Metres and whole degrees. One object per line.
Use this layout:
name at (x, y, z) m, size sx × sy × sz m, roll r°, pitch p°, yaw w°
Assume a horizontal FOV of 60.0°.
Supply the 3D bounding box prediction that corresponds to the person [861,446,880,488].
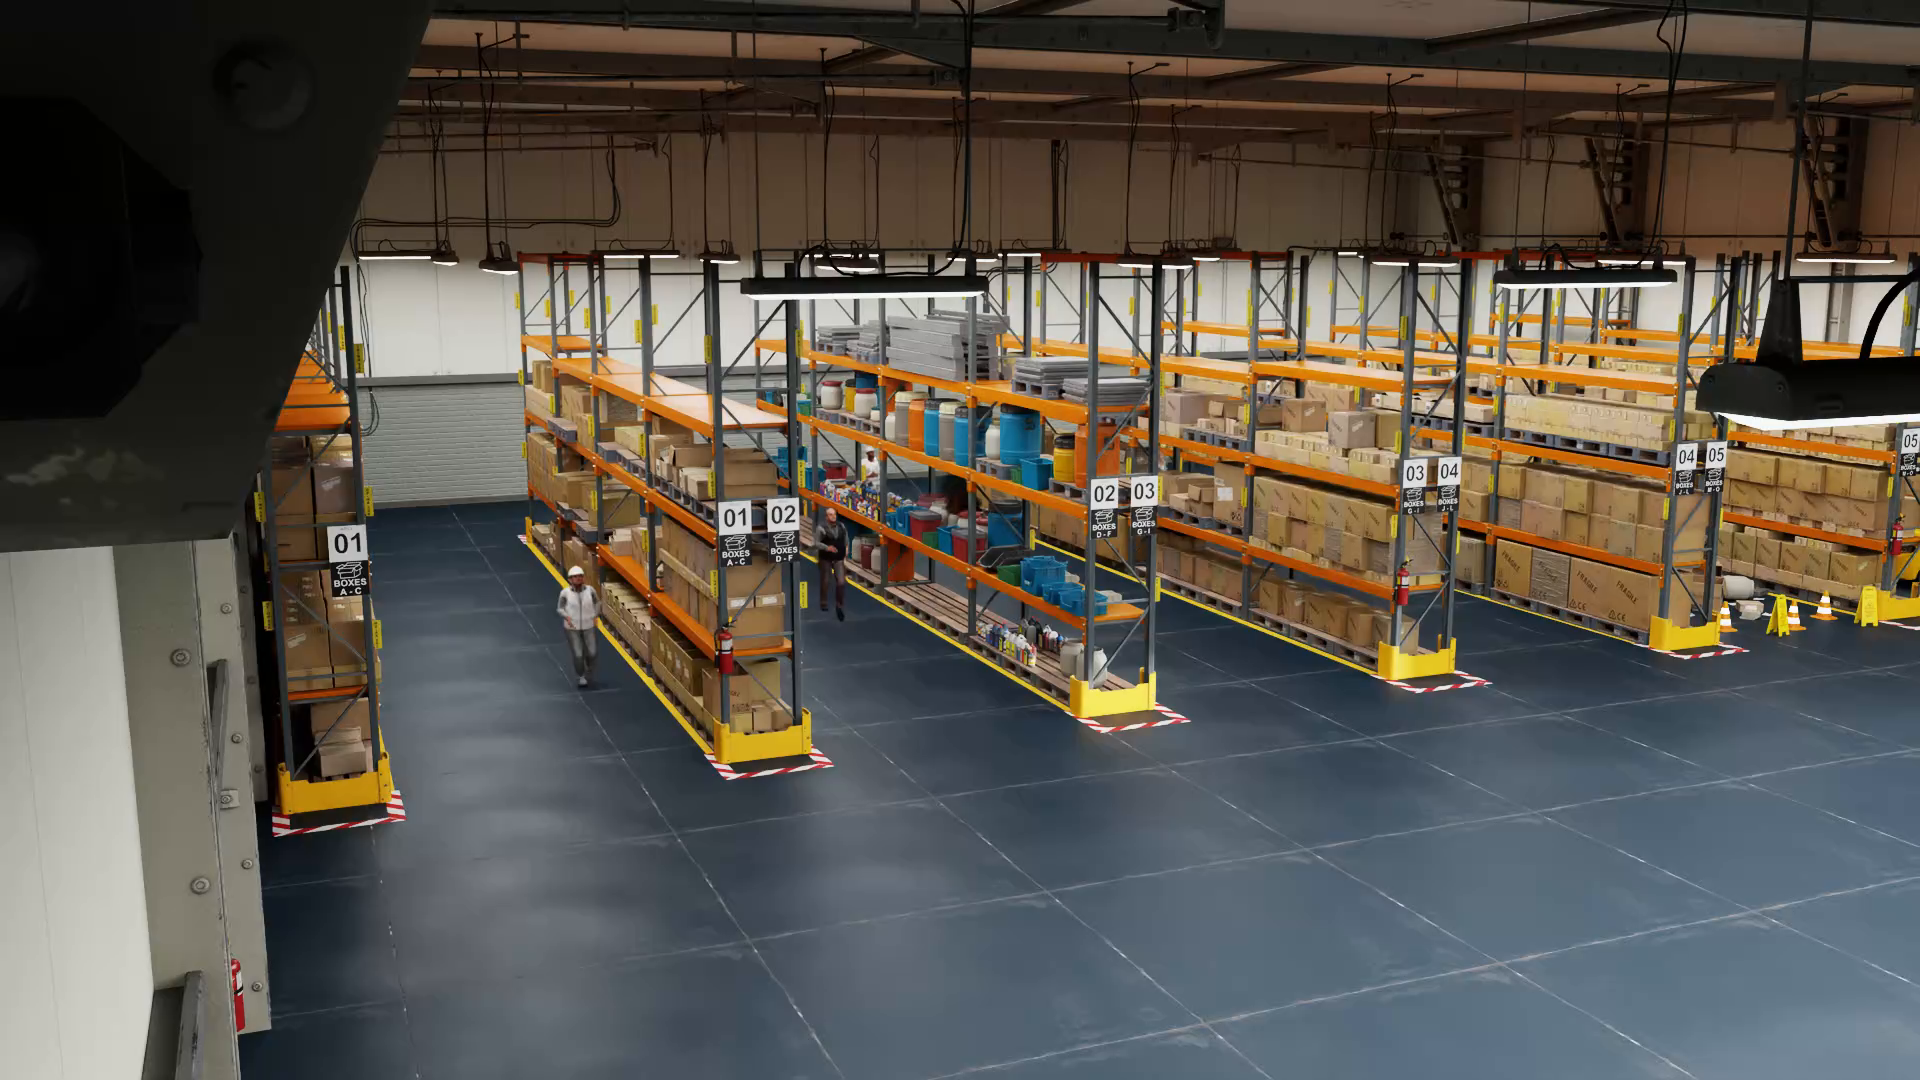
person at (-1.933, -1.170, 36.580) m, size 0.722 × 1.824 × 0.762 m, roll -6°, pitch 12°, yaw -29°

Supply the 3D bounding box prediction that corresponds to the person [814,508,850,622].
person at (-2.036, 0.397, 26.727) m, size 0.671 × 1.840 × 0.725 m, roll -5°, pitch 11°, yaw -25°

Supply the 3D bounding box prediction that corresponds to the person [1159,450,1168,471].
person at (4.497, -1.260, 37.661) m, size 0.537 × 1.555 × 0.581 m, roll -5°, pitch 12°, yaw -27°

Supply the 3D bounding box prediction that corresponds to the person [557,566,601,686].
person at (-5.351, 1.227, 23.481) m, size 0.635 × 1.727 × 0.564 m, roll -4°, pitch 11°, yaw -19°
